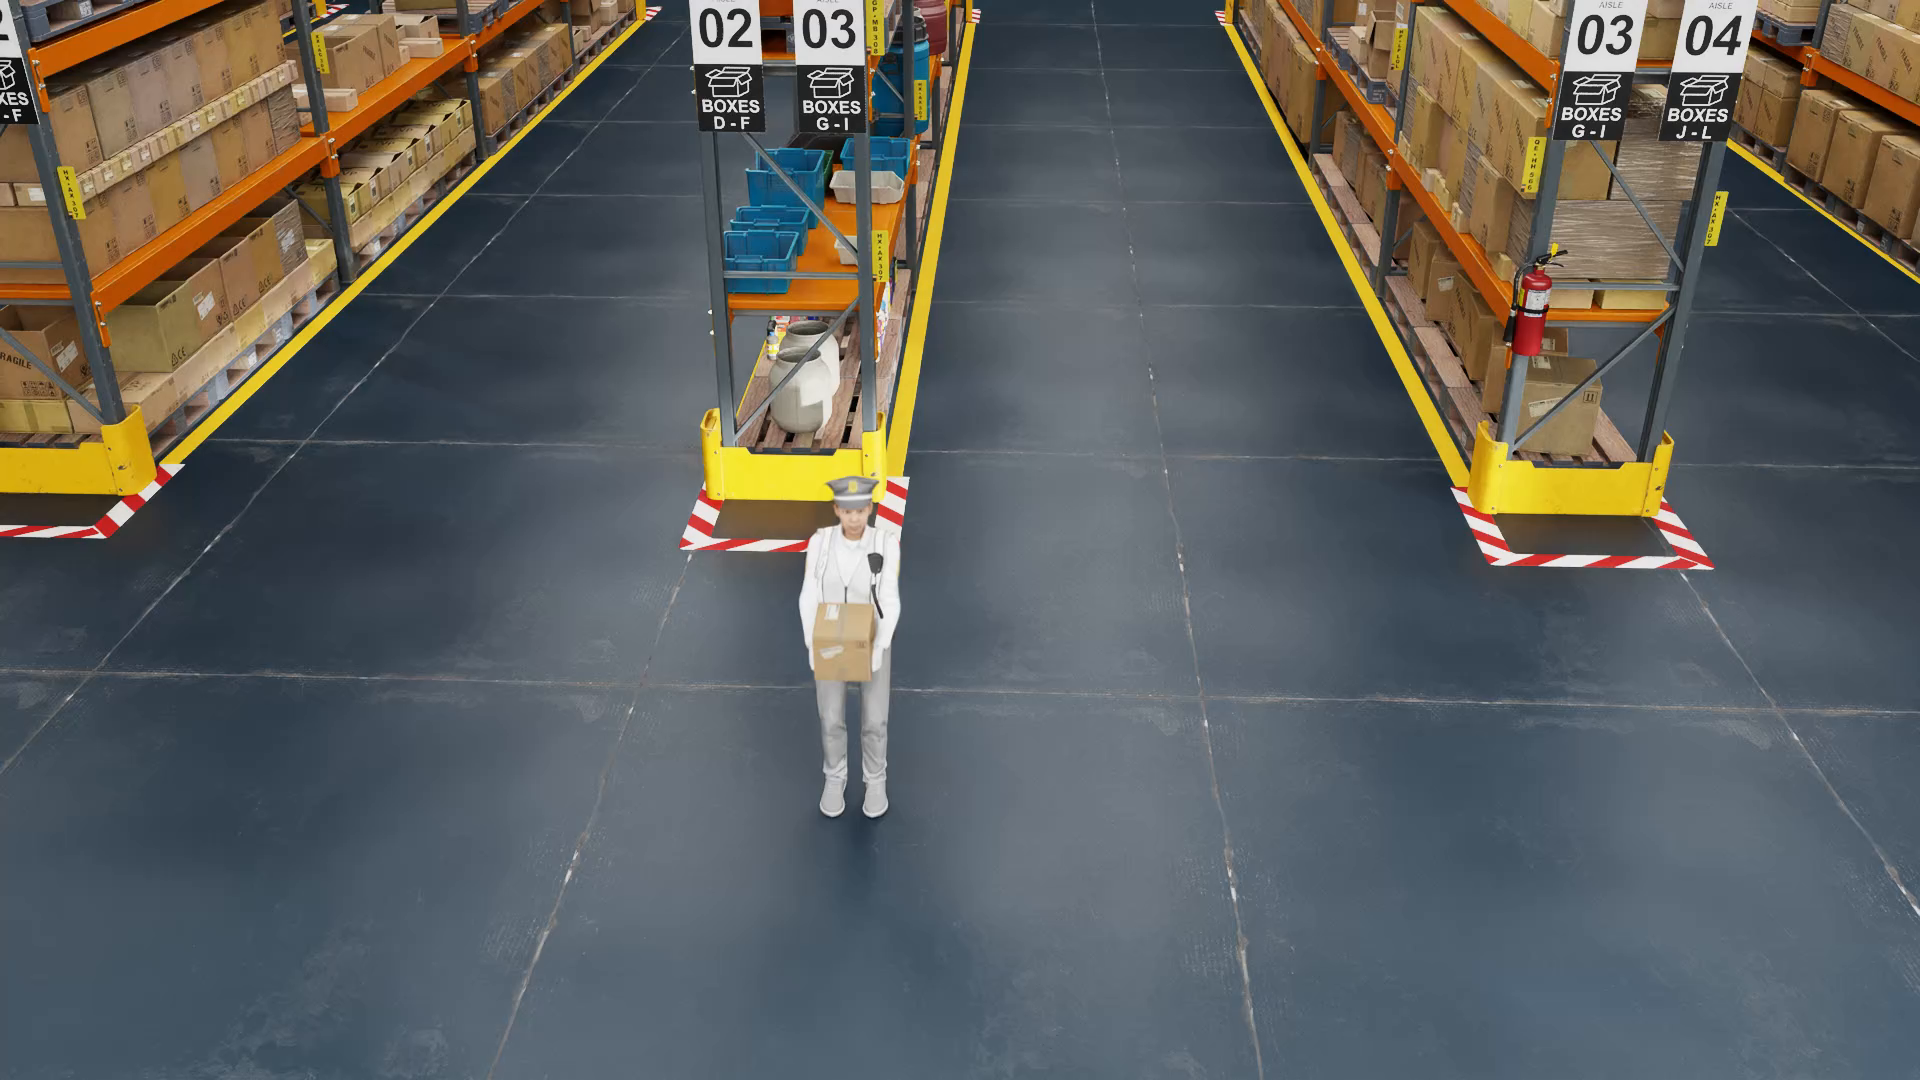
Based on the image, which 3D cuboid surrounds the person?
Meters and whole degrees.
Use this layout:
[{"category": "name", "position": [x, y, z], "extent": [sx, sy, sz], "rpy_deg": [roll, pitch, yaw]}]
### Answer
[{"category": "person", "position": [-0.501, 0.506, 7.650], "extent": [0.459, 1.686, 0.563], "rpy_deg": [1, 28, 3]}]
